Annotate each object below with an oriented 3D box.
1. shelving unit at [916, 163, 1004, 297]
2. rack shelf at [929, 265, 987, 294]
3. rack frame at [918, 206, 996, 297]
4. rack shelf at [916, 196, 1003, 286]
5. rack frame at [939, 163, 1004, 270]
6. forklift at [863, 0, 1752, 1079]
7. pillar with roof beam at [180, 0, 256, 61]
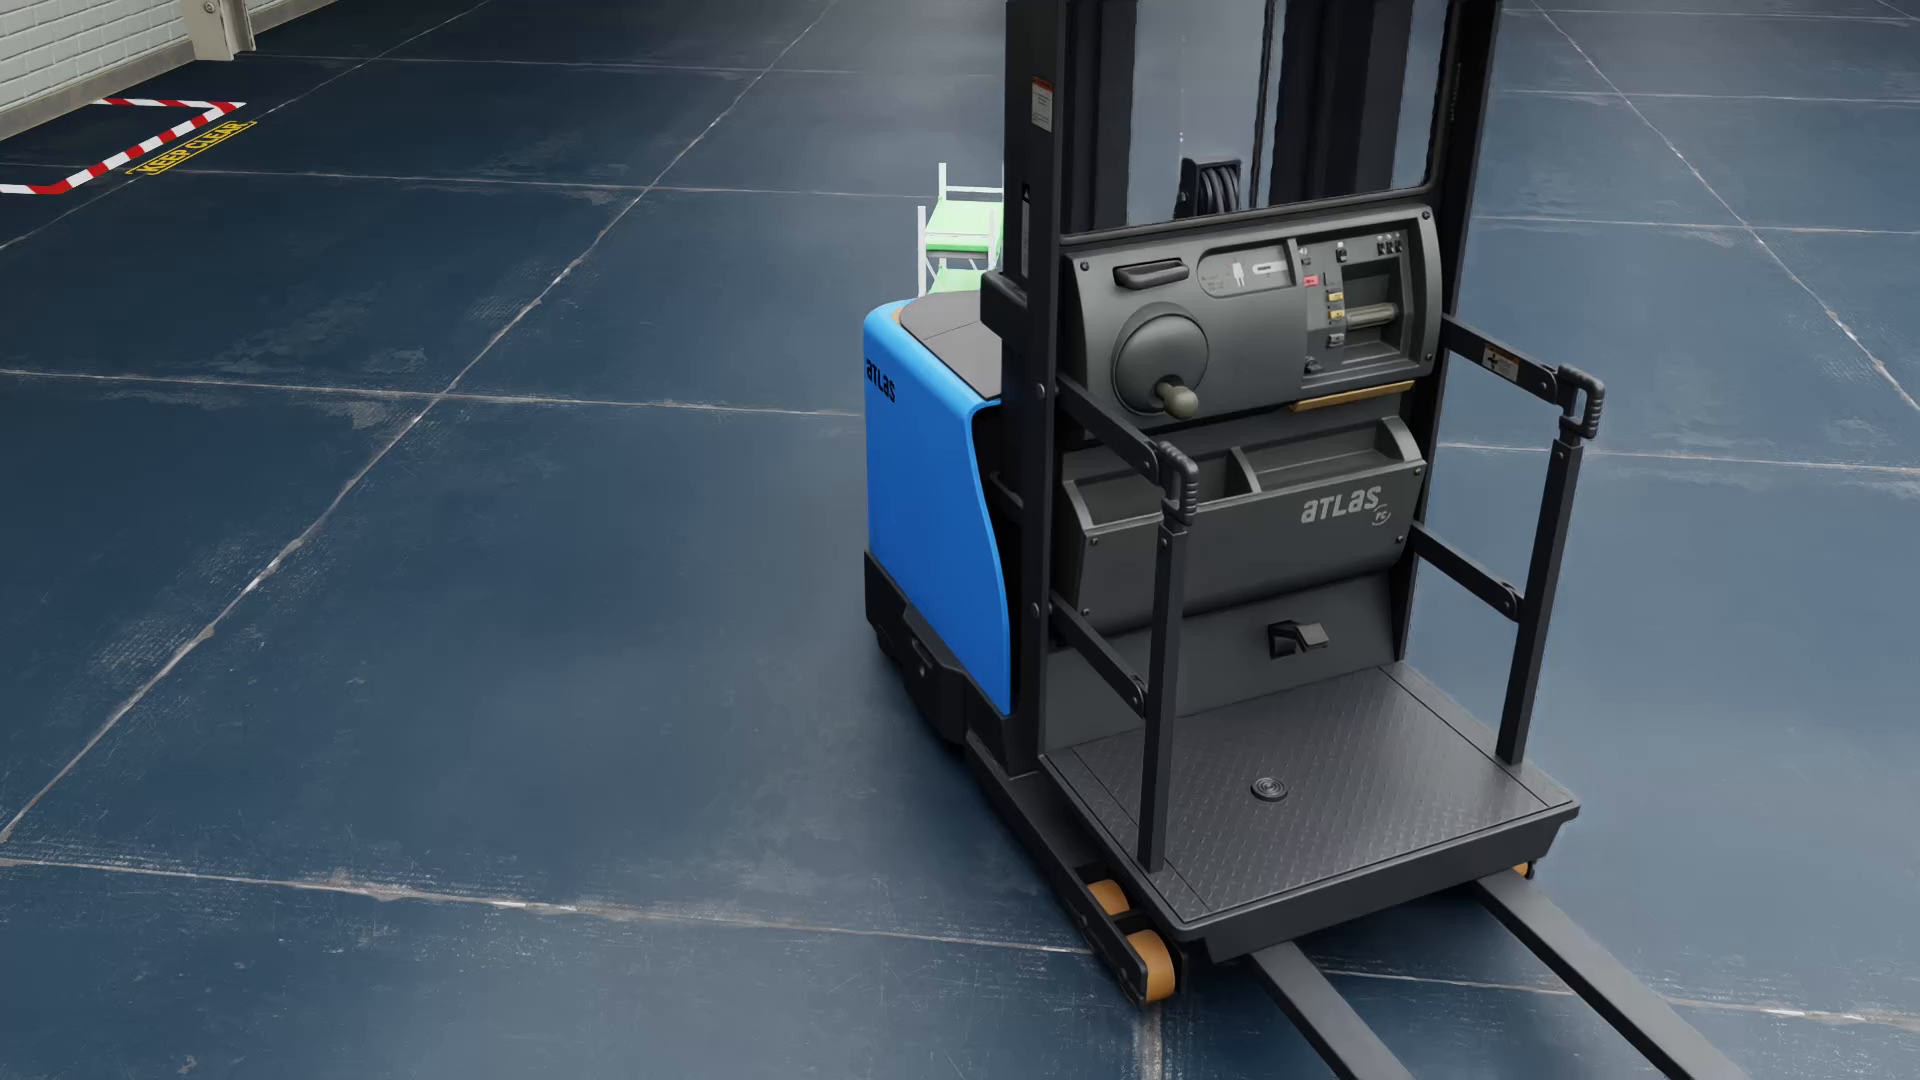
[{"bbox_3d":[0.020,-0.606,5.610,0.258,1.200,0.503,3,28,6],"label":"shelving unit"},{"bbox_3d":[0.020,-0.761,5.527,0.258,0.148,0.480,3,28,6],"label":"rack shelf"},{"bbox_3d":[-0.010,-0.491,5.397,0.240,1.200,0.015,3,28,6],"label":"rack frame"},{"bbox_3d":[0.020,-0.972,5.413,0.258,0.148,0.480,3,28,6],"label":"rack shelf"},{"bbox_3d":[0.050,-0.721,5.823,0.240,1.200,0.015,3,28,6],"label":"rack frame"},{"bbox_3d":[0.763,-0.467,3.526,1.130,2.935,3.031,-12,30,-21],"label":"forklift"},{"bbox_3d":[-1.284,-7.380,9.961,9.100,9.000,0.400,3,28,6],"label":"pillar with roof beam"}]
